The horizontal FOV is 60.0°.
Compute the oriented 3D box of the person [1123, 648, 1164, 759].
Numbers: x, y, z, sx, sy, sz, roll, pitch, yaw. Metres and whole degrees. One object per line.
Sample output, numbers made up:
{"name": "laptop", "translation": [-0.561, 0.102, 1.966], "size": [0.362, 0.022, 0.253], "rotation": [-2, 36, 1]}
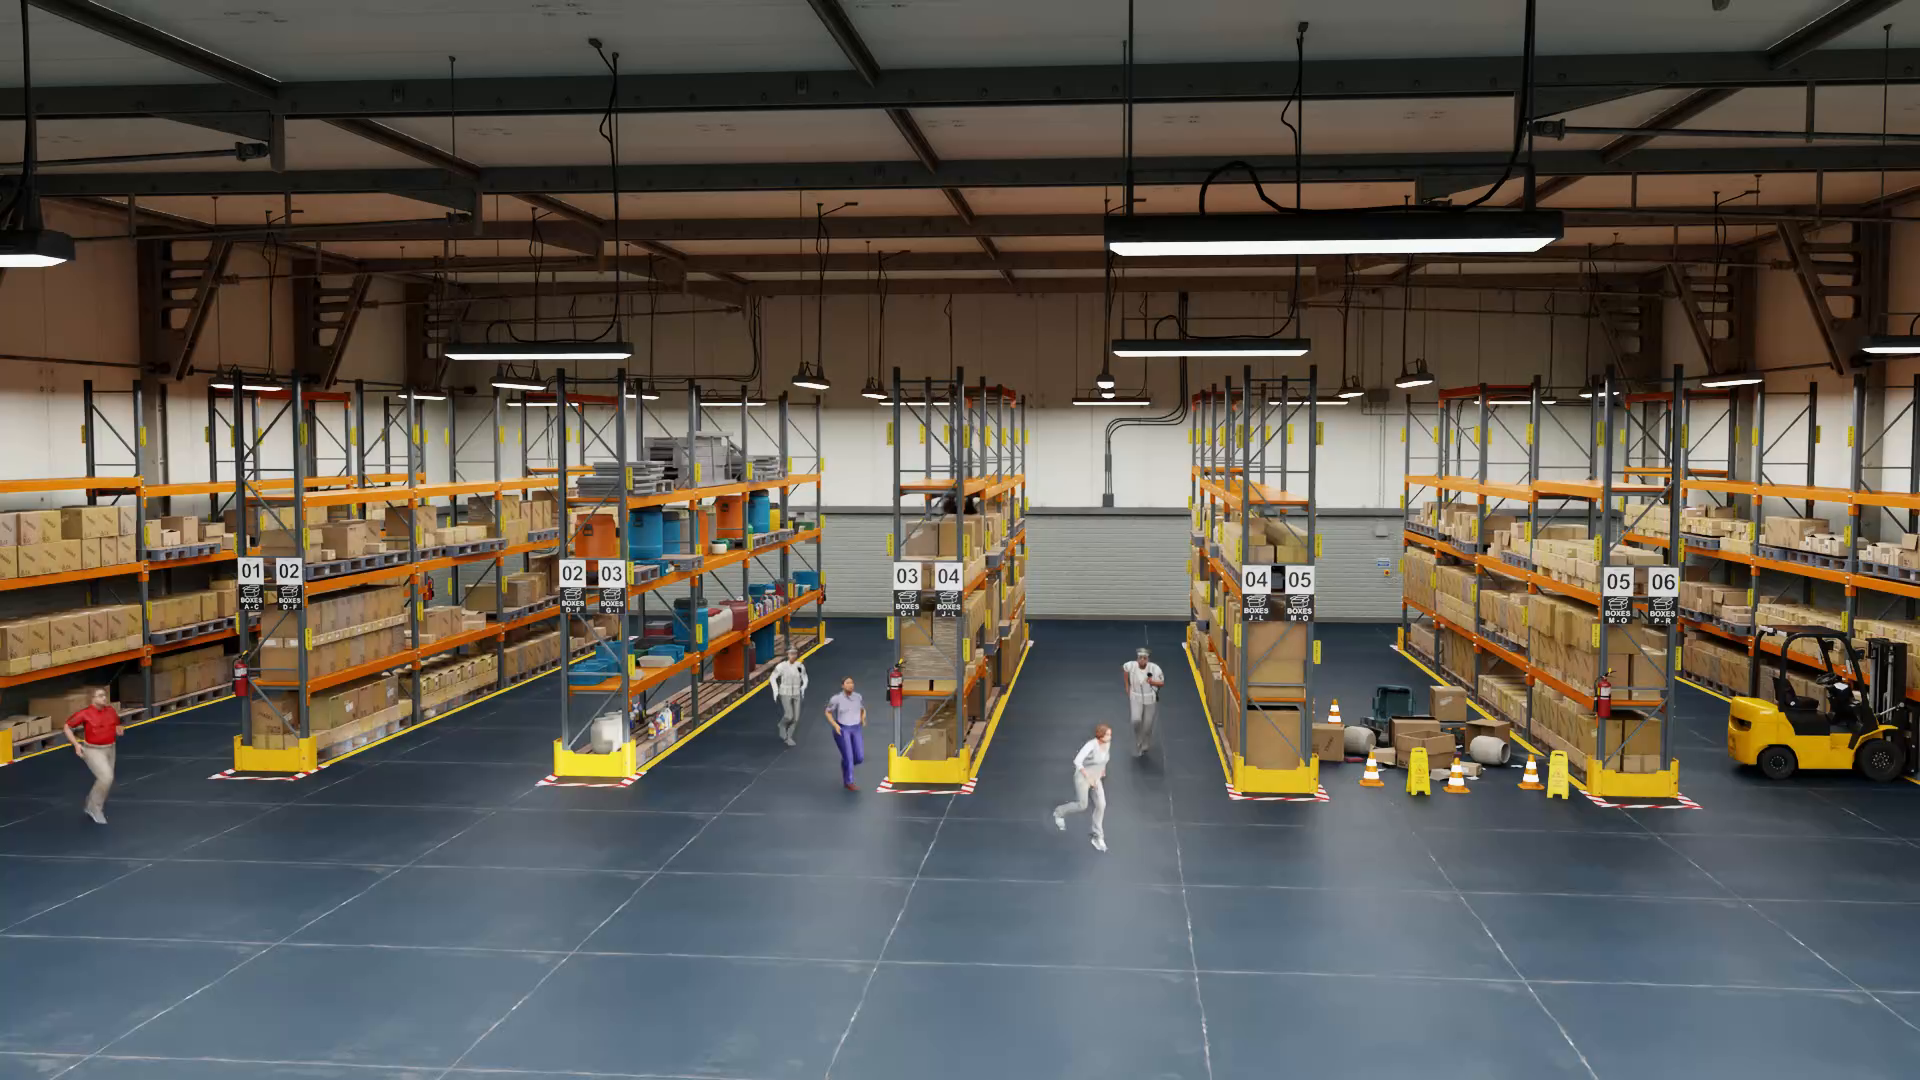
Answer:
{"name": "person", "translation": [2.866, 2.528, 26.002], "size": [0.646, 1.750, 0.941], "rotation": [0, 4, 6]}

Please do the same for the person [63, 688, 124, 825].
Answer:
{"name": "person", "translation": [-11.167, 2.812, 21.616], "size": [0.728, 1.773, 0.638], "rotation": [1, 4, 19]}

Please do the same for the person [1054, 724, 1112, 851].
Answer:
{"name": "person", "translation": [1.511, 2.995, 20.446], "size": [0.897, 1.532, 0.559], "rotation": [3, 5, 42]}

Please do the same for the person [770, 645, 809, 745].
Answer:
{"name": "person", "translation": [-2.727, 2.513, 26.880], "size": [0.601, 1.645, 0.574], "rotation": [-2, 4, -24]}

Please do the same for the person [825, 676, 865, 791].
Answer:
{"name": "person", "translation": [-1.615, 2.730, 23.667], "size": [0.603, 1.604, 0.640], "rotation": [-2, 4, -29]}
